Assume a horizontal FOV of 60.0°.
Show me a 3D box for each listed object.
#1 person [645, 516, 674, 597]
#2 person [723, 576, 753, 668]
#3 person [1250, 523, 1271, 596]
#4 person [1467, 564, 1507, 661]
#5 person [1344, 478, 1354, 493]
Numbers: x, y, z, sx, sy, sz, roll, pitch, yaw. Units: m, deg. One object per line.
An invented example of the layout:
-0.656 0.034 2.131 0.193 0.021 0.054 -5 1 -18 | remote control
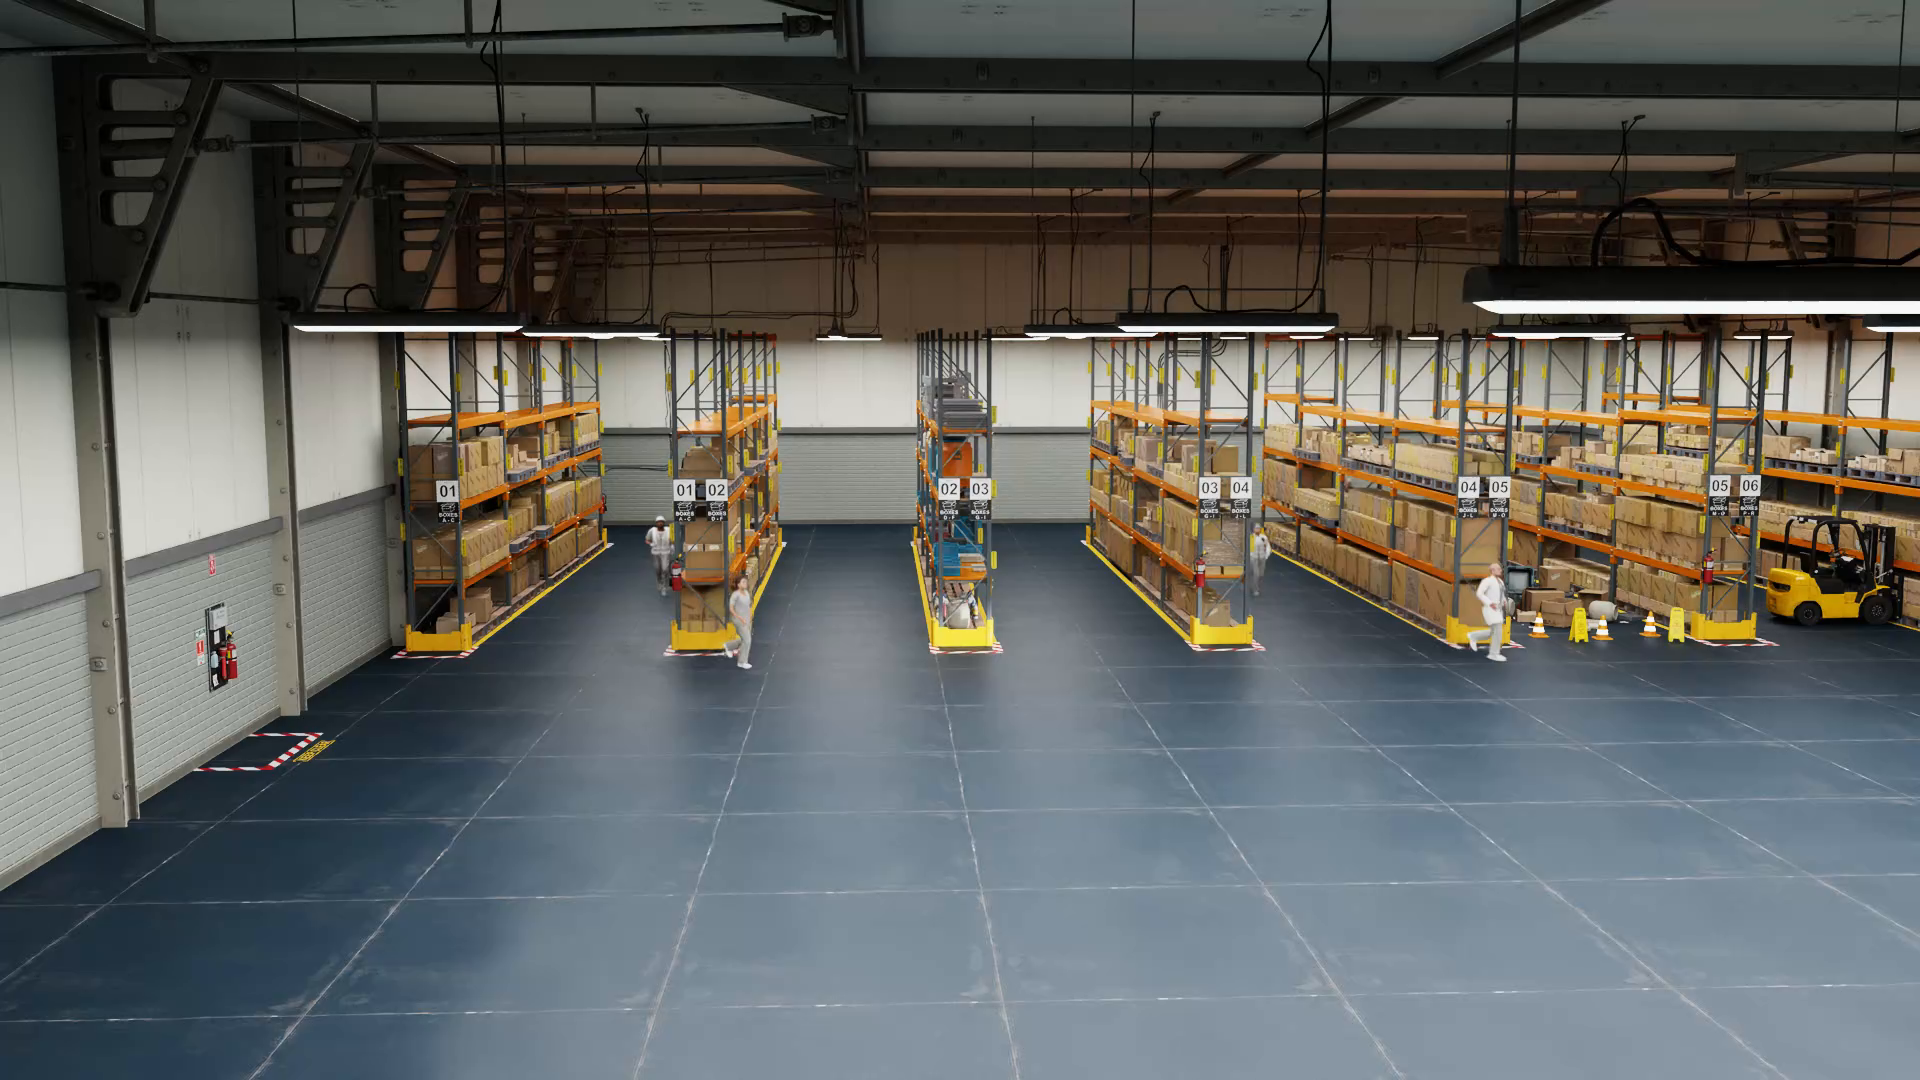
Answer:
-6.878 0.343 38.102 0.649 1.808 0.894 -1 7 -5 | person
-3.954 1.441 29.537 0.632 1.640 0.572 4 8 28 | person
6.804 0.422 38.099 0.621 1.681 0.606 0 7 -3 | person
9.694 1.298 30.439 0.752 1.756 0.833 -7 9 -45 | person
11.472 -0.953 49.261 0.850 1.738 0.728 0 7 2 | person
